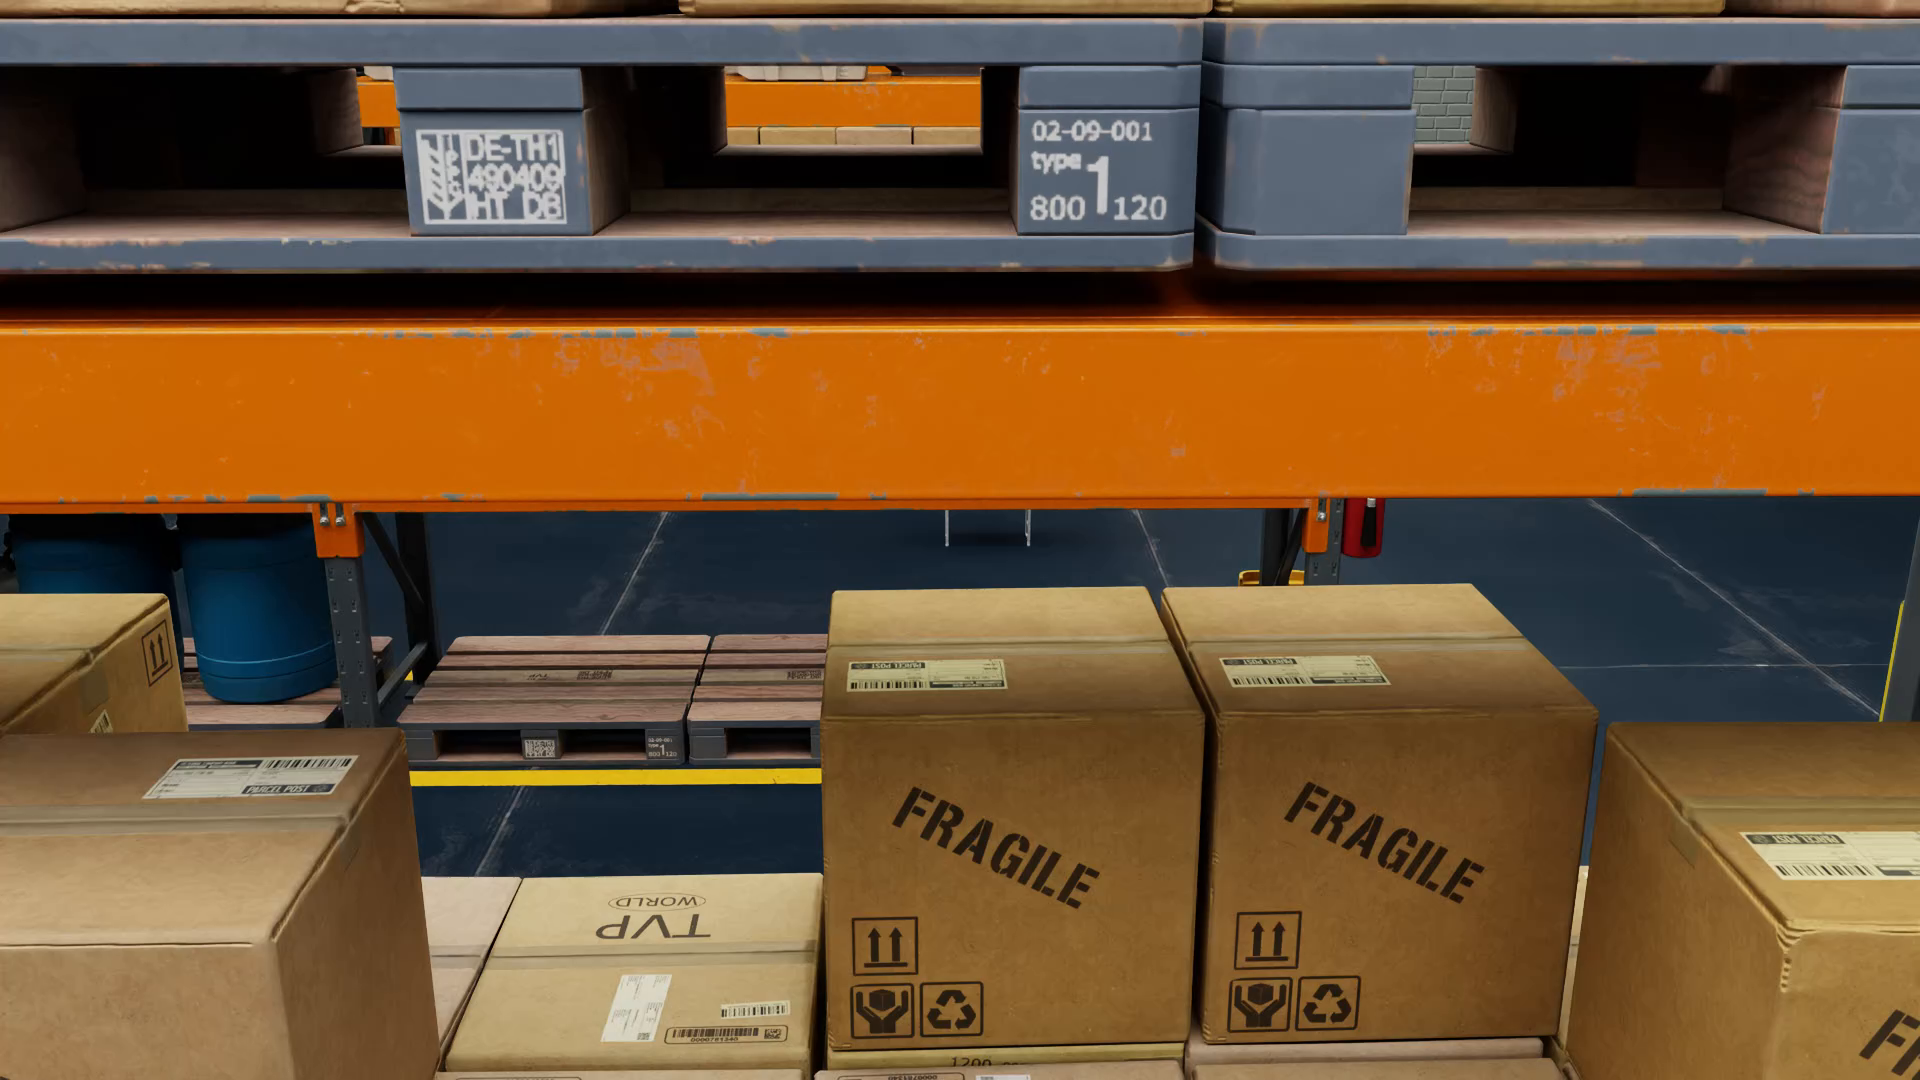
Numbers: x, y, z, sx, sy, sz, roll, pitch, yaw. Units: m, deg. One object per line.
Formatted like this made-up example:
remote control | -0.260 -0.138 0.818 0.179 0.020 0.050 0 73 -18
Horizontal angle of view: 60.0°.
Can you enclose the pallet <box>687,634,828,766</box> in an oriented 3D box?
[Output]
pallet | -0.559 0.701 7.515 1.213 0.211 1.003 0 18 -1

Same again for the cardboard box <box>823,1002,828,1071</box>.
cardboard box | -0.337 0.918 2.688 0.250 0.149 0.380 -1 18 -2

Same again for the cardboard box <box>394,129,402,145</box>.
cardboard box | -5.163 -3.735 16.098 0.500 0.500 0.500 0 18 -1

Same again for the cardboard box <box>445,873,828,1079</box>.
cardboard box | -0.467 0.749 2.561 0.500 0.250 0.500 -1 18 -2

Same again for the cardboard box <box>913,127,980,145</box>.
cardboard box | -0.056 -2.567 11.339 0.500 0.500 0.500 0 18 1

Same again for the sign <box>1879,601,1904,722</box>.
sign | 1.558 0.270 2.749 0.005 0.325 0.100 0 18 -1

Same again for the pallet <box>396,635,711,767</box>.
pallet | -1.782 0.708 7.494 1.213 0.211 1.003 0 18 -1

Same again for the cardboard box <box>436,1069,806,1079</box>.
cardboard box | -0.456 0.911 2.056 0.500 0.250 0.500 0 18 -1

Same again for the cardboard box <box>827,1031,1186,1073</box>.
cardboard box | 0.055 0.745 2.574 0.500 0.250 0.500 -1 18 -3

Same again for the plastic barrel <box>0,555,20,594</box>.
plastic barrel | -4.335 0.357 7.410 0.421 0.512 0.421 0 18 0

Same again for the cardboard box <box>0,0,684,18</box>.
cardboard box | -0.594 -0.797 1.697 0.500 0.500 0.700 1 18 2

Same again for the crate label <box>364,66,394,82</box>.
crate label | -2.023 -1.821 6.335 0.466 0.136 0.293 0 18 -1

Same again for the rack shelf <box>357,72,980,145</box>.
rack shelf | -0.517 -1.700 6.702 4.000 0.370 1.077 0 18 -1

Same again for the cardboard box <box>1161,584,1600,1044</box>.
cardboard box | 0.577 0.384 2.470 0.500 0.500 0.500 -1 18 -2

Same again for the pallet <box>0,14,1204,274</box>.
pallet | -0.404 -0.483 1.878 1.213 0.211 1.003 0 18 -1

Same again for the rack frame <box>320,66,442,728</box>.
rack frame | -2.517 -0.604 7.020 0.127 3.000 1.000 0 18 -1

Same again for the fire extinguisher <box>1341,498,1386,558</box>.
fire extinguisher | 1.641 -0.271 6.719 0.183 0.674 0.296 0 18 -1

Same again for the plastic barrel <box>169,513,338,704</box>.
plastic barrel | -3.061 0.192 7.285 0.708 0.901 0.600 0 18 -1

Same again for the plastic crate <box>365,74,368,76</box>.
plastic crate | -2.098 -2.026 6.889 0.662 0.188 0.450 0 18 -1

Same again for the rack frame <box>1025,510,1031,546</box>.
rack frame | 0.409 -0.573 9.870 0.015 1.200 0.240 0 18 -1

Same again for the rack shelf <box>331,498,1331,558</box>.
rack shelf | -0.517 -0.271 7.160 4.000 0.370 1.077 0 18 -1

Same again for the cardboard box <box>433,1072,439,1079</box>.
cardboard box | -0.949 0.911 2.056 0.500 0.250 0.500 0 18 1

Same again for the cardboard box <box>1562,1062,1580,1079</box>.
cardboard box | 1.081 0.902 2.082 0.500 0.250 0.500 -1 18 -2

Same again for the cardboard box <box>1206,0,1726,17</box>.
cardboard box | 0.477 -0.849 1.859 0.500 0.500 0.700 -1 18 -3

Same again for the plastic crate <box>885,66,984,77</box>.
plastic crate | -0.049 -2.099 6.871 0.767 0.338 0.504 0 18 -1

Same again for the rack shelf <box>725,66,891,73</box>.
rack shelf | -0.592 -3.212 11.418 4.000 0.370 1.077 0 18 -1

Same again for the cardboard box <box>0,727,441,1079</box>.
cardboard box | -0.943 0.553 1.944 0.500 0.500 0.500 -1 18 -3

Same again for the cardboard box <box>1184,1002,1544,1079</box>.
cardboard box | 0.557 0.743 2.578 0.500 0.250 0.500 0 18 -2

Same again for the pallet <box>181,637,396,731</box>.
pallet | -3.289 0.715 7.474 1.213 0.211 1.003 0 18 -1

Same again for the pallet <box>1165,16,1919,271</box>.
pallet | 0.819 -0.490 1.899 1.213 0.211 1.003 0 18 -1

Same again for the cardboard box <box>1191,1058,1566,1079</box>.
cardboard box | 0.573 0.905 2.075 0.500 0.250 0.500 -1 18 -2

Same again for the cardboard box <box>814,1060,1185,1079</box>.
cardboard box | 0.064 0.907 2.067 0.500 0.250 0.500 -1 18 -3

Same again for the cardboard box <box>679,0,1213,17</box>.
cardboard box | -0.039 -0.832 1.806 0.500 0.500 0.700 -1 18 -5

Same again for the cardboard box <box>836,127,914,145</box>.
cardboard box | -0.569 -2.565 11.332 0.500 0.500 0.500 0 18 1

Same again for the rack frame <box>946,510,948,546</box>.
rack frame | -0.078 -0.571 9.863 0.015 1.200 0.240 0 18 -1

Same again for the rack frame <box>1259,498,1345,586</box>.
rack frame | 1.483 -0.623 7.080 0.127 3.000 1.000 0 18 -1

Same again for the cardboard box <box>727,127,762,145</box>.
cardboard box | -1.600 -2.560 11.316 0.500 0.500 0.500 -1 18 -3

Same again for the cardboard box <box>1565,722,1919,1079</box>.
cardboard box | 1.078 0.545 1.970 0.500 0.500 0.500 0 18 0

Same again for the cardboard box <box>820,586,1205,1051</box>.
cardboard box | 0.059 0.389 2.457 0.500 0.500 0.500 -1 18 -2

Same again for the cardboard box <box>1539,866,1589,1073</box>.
cardboard box | 1.077 0.739 2.592 0.500 0.250 0.500 -1 18 -2

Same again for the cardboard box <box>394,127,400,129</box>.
cardboard box | -5.177 -4.096 15.996 0.500 0.250 0.500 0 18 0

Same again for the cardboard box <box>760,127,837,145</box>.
cardboard box | -1.086 -2.562 11.323 0.500 0.500 0.500 -1 18 -2

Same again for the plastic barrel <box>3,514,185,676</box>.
plastic barrel | -3.769 0.196 7.274 0.708 0.901 0.600 0 18 -1

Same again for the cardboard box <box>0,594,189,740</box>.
cardboard box | -1.482 0.396 2.433 0.500 0.500 0.500 0 18 0

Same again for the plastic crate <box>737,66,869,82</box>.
plastic crate | -0.579 -1.840 6.395 0.530 0.136 0.437 0 18 -1

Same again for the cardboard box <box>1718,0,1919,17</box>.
cardboard box | 1.042 -0.815 1.753 0.500 0.500 0.700 -1 18 -4

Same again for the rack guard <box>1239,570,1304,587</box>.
rack guard | 1.507 0.563 7.475 0.348 0.500 1.175 0 18 -1

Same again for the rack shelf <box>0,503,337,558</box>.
rack shelf | -4.517 -0.252 7.100 4.000 0.370 1.077 0 18 -1

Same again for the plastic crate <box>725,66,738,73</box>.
plastic crate | -0.738 -2.079 6.901 0.530 0.282 0.437 0 18 -1

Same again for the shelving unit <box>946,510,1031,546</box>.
shelving unit | 0.166 -0.572 9.867 0.503 1.200 0.258 0 18 -1

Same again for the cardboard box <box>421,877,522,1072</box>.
cardboard box | -0.974 0.750 2.557 0.500 0.250 0.500 0 18 0
